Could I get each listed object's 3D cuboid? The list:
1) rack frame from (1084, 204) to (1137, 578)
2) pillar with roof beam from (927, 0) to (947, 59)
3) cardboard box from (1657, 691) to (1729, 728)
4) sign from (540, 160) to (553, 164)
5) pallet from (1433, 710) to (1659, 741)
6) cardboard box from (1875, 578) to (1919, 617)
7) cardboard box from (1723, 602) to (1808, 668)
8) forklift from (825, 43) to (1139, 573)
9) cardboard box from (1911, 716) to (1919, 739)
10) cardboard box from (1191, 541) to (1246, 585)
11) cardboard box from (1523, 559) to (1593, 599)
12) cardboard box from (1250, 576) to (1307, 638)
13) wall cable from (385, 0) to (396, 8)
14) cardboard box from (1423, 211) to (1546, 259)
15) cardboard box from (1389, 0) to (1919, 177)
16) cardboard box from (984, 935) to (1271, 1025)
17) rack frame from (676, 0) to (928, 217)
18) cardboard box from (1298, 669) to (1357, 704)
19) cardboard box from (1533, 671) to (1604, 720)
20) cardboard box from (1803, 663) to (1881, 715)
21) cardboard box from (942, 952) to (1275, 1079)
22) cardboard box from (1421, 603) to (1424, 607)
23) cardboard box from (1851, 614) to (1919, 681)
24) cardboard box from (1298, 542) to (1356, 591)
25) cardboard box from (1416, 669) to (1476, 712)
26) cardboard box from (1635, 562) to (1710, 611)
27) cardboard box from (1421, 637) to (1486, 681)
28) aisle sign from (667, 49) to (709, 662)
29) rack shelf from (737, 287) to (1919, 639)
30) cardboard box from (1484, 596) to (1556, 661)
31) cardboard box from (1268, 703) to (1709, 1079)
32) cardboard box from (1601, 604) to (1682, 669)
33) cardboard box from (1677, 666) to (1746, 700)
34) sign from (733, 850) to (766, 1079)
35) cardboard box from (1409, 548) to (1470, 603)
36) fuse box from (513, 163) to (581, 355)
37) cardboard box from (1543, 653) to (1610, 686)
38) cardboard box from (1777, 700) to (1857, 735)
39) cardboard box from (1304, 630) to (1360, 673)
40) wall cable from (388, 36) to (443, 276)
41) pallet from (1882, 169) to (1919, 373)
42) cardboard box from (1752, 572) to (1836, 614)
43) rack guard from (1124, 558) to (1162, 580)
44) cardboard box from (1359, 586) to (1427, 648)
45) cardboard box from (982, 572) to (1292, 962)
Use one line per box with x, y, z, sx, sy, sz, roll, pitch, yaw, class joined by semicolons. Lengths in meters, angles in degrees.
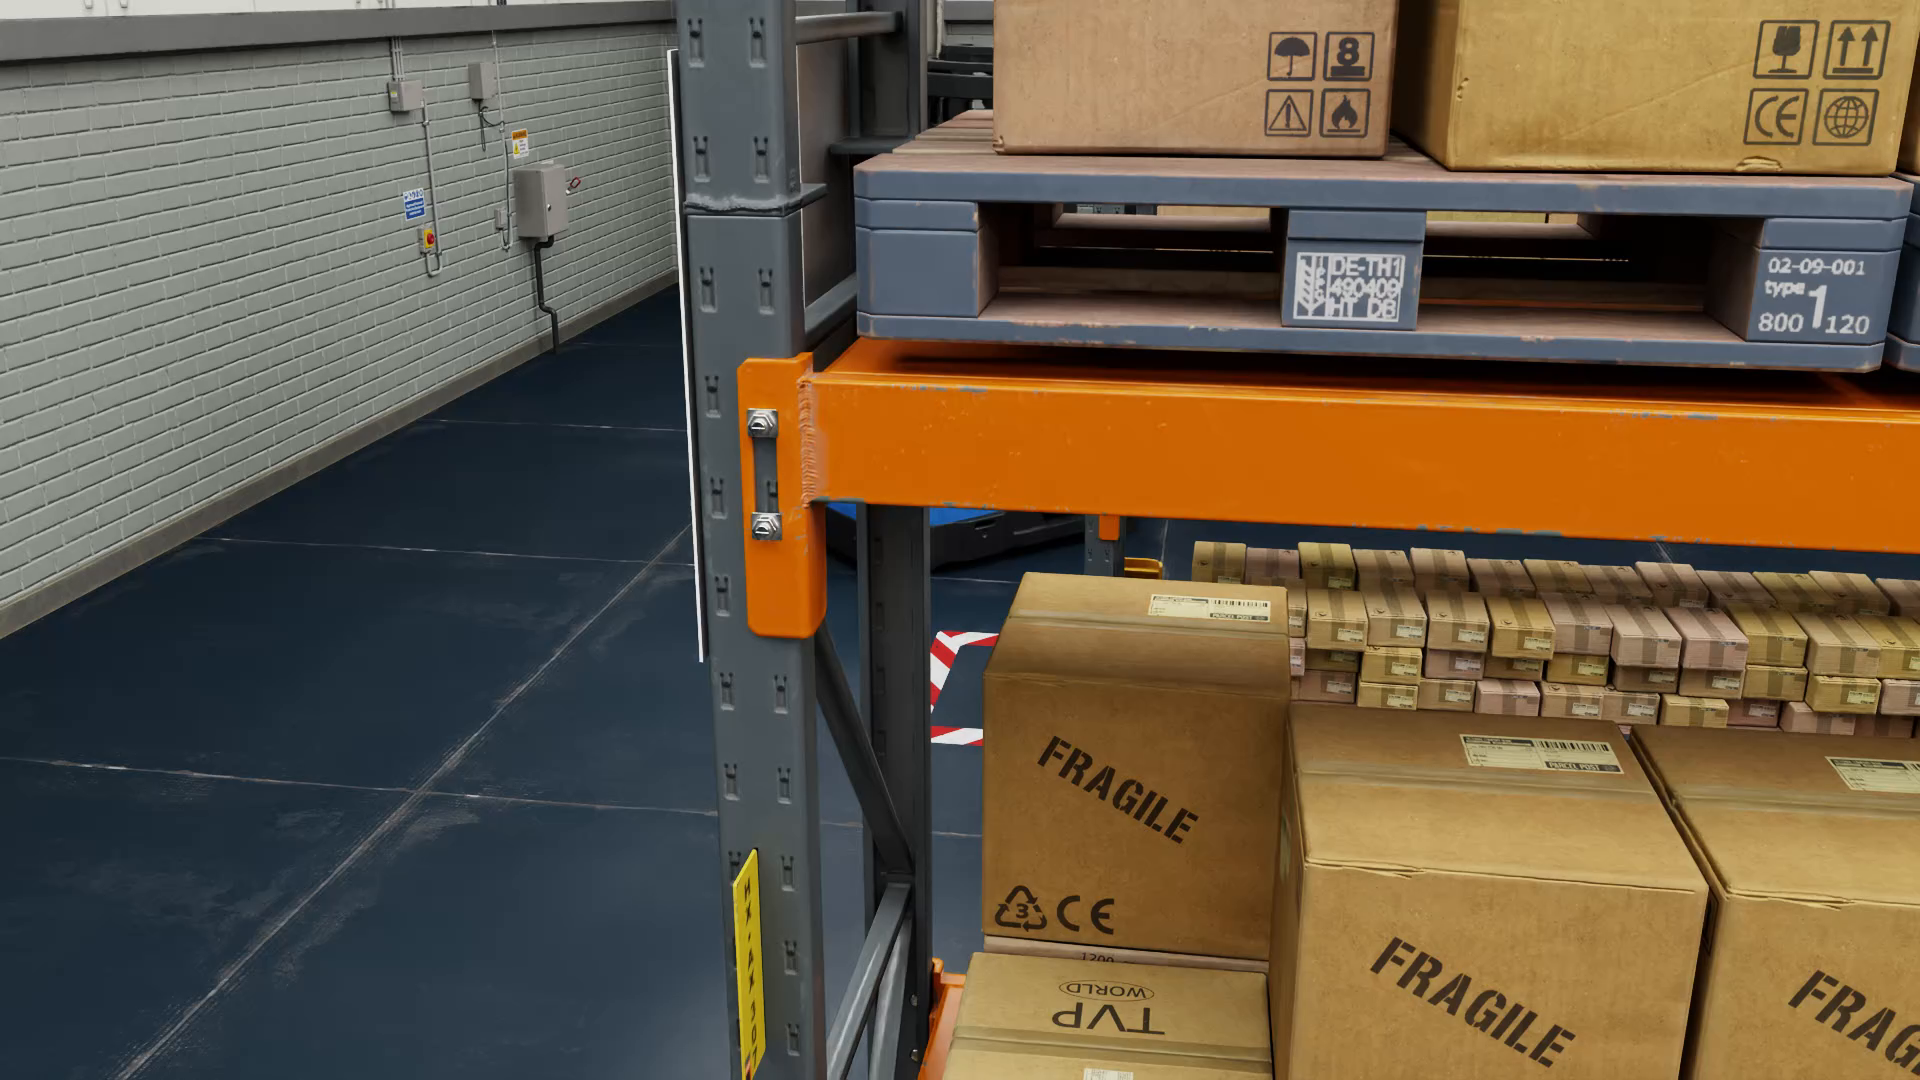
0.689;-0.678;7.601;0.127;3.000;1.000;3;19;9;rack frame
-1.044;-5.703;13.166;0.400;9.000;9.100;3;19;9;pillar with roof beam
3.176;0.711;7.281;0.250;0.149;0.380;3;19;9;cardboard box
-3.845;-3.281;15.531;0.001;0.494;0.329;3;19;9;sign
2.762;0.763;7.691;1.213;0.211;1.003;3;19;9;pallet
4.331;0.312;7.537;0.250;0.149;0.380;4;19;11;cardboard box
3.497;0.410;7.245;0.250;0.149;0.380;4;19;10;cardboard box
0.514;-1.532;10.262;3.031;2.935;1.130;-13;23;-35;forklift
4.198;0.763;7.125;0.250;0.149;0.380;3;19;9;cardboard box
1.252;0.140;8.050;0.250;0.149;0.380;3;19;9;cardboard box
2.793;0.225;7.796;0.250;0.149;0.380;3;19;9;cardboard box
1.444;0.302;7.567;0.250;0.149;0.380;3;19;10;cardboard box
-4.286;-5.277;11.891;0.029;3.000;0.463;3;19;9;wall cable
2.100;-1.178;6.895;0.500;0.500;0.500;2;19;7;cardboard box
0.861;-0.770;2.173;0.500;0.500;0.700;2;19;7;cardboard box
0.323;0.742;3.125;0.500;0.250;0.500;3;19;8;cardboard box
-0.197;-1.974;2.021;0.127;3.000;1.000;3;19;9;rack frame
1.674;0.600;7.615;0.250;0.149;0.380;3;19;9;cardboard box
2.685;0.675;7.388;0.250;0.149;0.380;3;19;9;cardboard box
3.741;0.601;7.141;0.250;0.149;0.380;2;19;7;cardboard box
0.234;0.910;2.624;0.500;0.250;0.500;2;19;7;cardboard box
2.282;0.319;7.985;0.250;0.149;0.380;3;19;9;cardboard box
3.988;0.457;7.102;0.250;0.149;0.380;3;19;9;cardboard box
1.767;0.144;8.039;0.250;0.149;0.380;3;19;7;cardboard box
2.176;0.630;7.525;0.250;0.149;0.380;3;19;9;cardboard box
3.312;0.238;7.758;0.250;0.149;0.380;3;19;10;cardboard box
2.196;0.487;7.482;0.250;0.149;0.380;2;19;6;cardboard box
-0.316;-0.271;2.290;0.004;0.787;0.394;3;19;9;aisle sign
1.778;-0.110;2.310;4.000;0.370;1.077;3;19;9;rack shelf
2.455;0.386;7.316;0.250;0.149;0.380;3;19;9;cardboard box
0.728;0.579;2.430;0.500;0.500;0.500;2;19;7;cardboard box
2.947;0.415;7.228;0.250;0.149;0.380;2;19;7;cardboard box
3.254;0.551;7.290;0.250;0.149;0.380;3;19;10;cardboard box
-0.291;0.597;2.304;0.005;0.325;0.100;3;19;9;sign
2.287;0.173;7.952;0.250;0.149;0.380;4;19;11;cardboard box
-3.719;-2.550;15.227;0.414;1.711;0.539;3;19;9;fuse box
2.736;0.505;7.430;0.250;0.149;0.380;4;19;11;cardboard box
3.683;0.731;7.222;0.250;0.149;0.380;2;19;7;cardboard box
1.683;0.457;7.573;0.250;0.149;0.380;3;19;9;cardboard box
-4.196;-3.007;12.911;0.123;1.953;0.585;3;19;9;wall cable
1.745;-0.415;2.228;1.213;0.211;1.003;3;19;9;pallet
3.811;0.282;7.626;0.250;0.149;0.380;3;19;8;cardboard box
0.764;0.511;7.987;0.348;0.500;1.175;3;19;9;rack guard
1.931;0.341;7.449;0.250;0.149;0.380;2;19;6;cardboard box
0.326;0.388;3.003;0.500;0.500;0.500;3;19;9;cardboard box
